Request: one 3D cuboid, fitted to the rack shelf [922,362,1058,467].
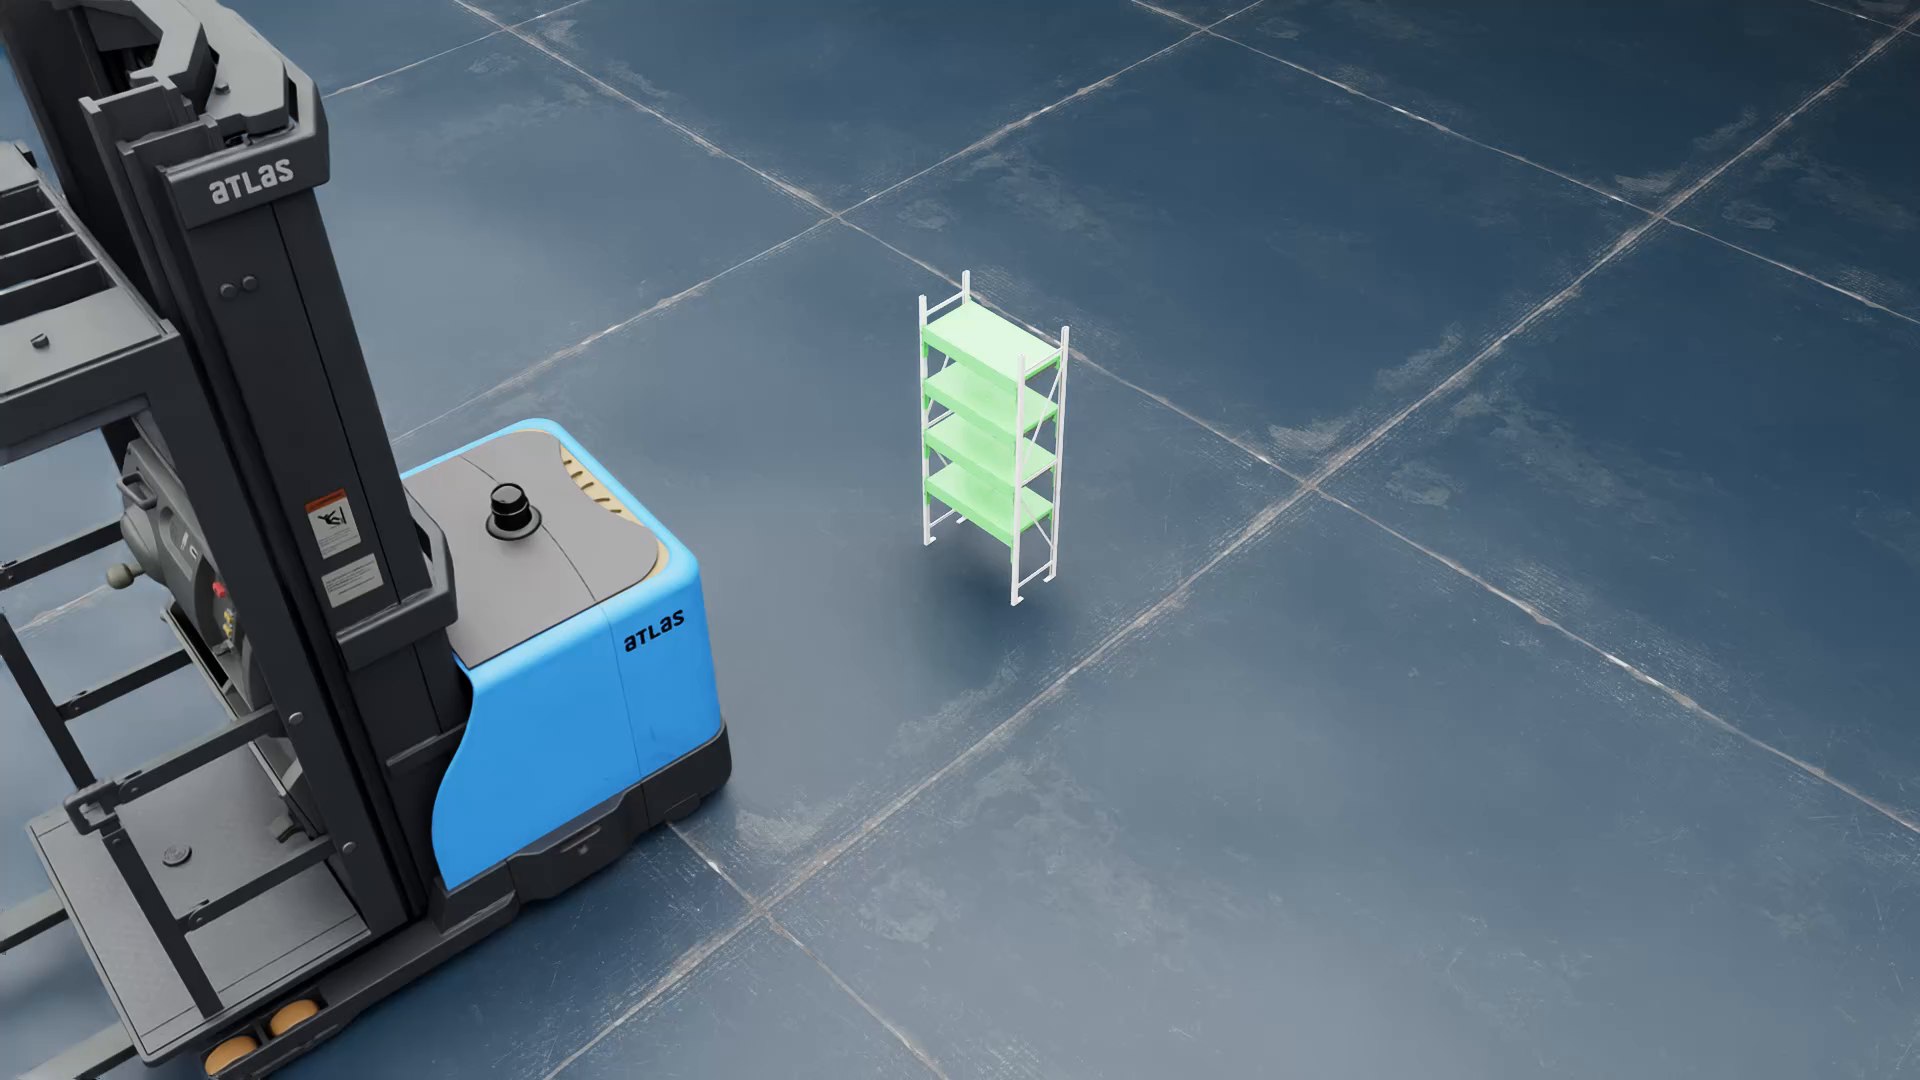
[{"bbox_3d":[0.117,-0.490,6.137,0.258,0.148,0.480,-34,53,-31],"label":"rack shelf"}]

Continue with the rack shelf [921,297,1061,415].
[{"bbox_3d":[0.117,-0.667,5.974,0.258,0.148,0.480,-34,53,-31],"label":"rack shelf"}]

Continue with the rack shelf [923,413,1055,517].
[{"bbox_3d":[0.117,-0.314,6.300,0.258,0.148,0.480,-34,53,-31],"label":"rack shelf"}]

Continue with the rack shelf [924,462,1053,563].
[{"bbox_3d":[0.117,-0.138,6.463,0.258,0.148,0.480,-34,53,-31],"label":"rack shelf"}]

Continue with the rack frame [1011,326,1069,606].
[{"bbox_3d":[0.289,-0.244,6.130,0.240,1.200,0.015,-34,53,-31],"label":"rack frame"}]

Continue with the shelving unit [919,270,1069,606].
[{"bbox_3d":[0.117,-0.361,6.257,0.258,1.200,0.503,-34,53,-31],"label":"shelving unit"}]

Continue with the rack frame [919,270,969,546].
[{"bbox_3d":[-0.055,-0.478,6.384,0.240,1.200,0.015,-34,53,-31],"label":"rack frame"}]

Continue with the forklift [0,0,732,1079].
[{"bbox_3d":[-2.251,0.161,4.416,3.031,2.935,1.130,-29,50,-28],"label":"forklift"}]
